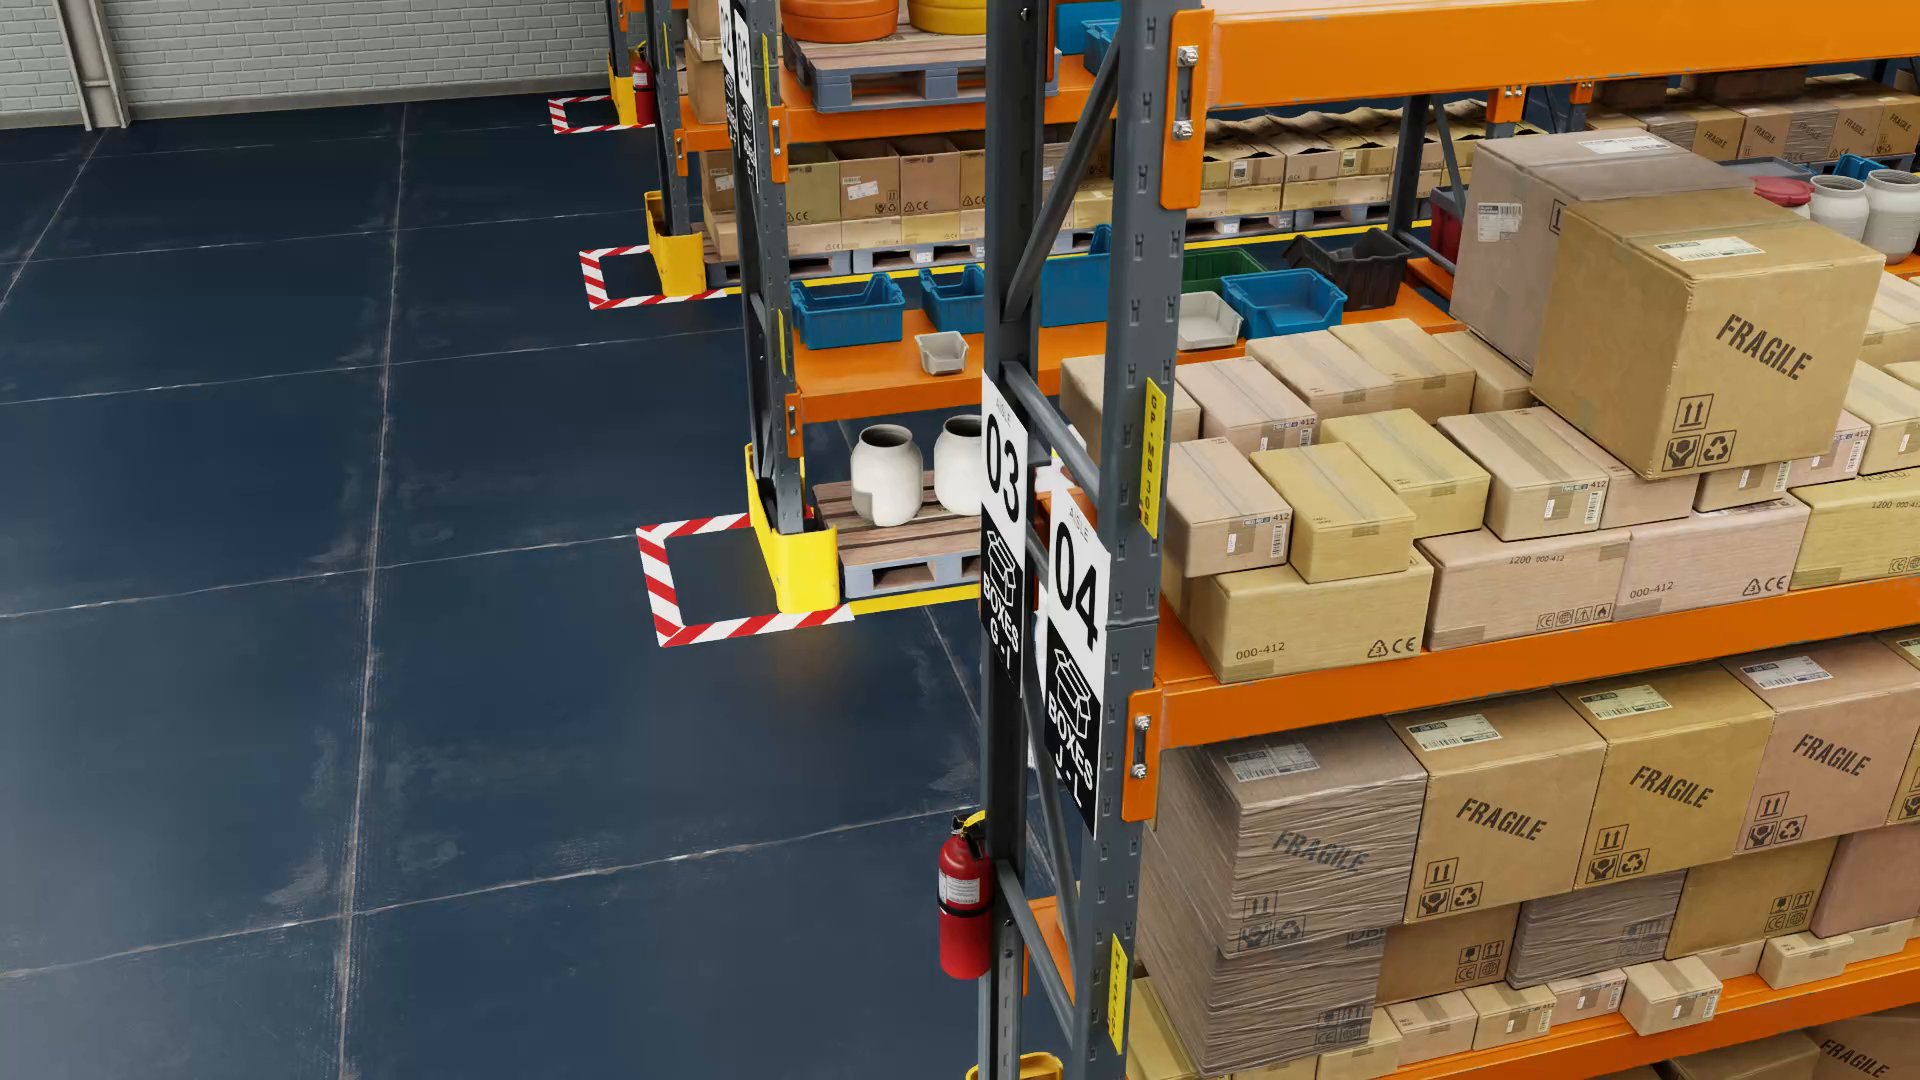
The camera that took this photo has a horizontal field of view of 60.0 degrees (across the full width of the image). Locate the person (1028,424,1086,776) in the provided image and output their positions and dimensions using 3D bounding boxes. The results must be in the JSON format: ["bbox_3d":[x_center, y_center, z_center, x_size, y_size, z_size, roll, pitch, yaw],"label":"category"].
[{"bbox_3d":[0.526,0.224,7.831,0.581,1.784,0.728,-1,30,-2],"label":"person"}]
